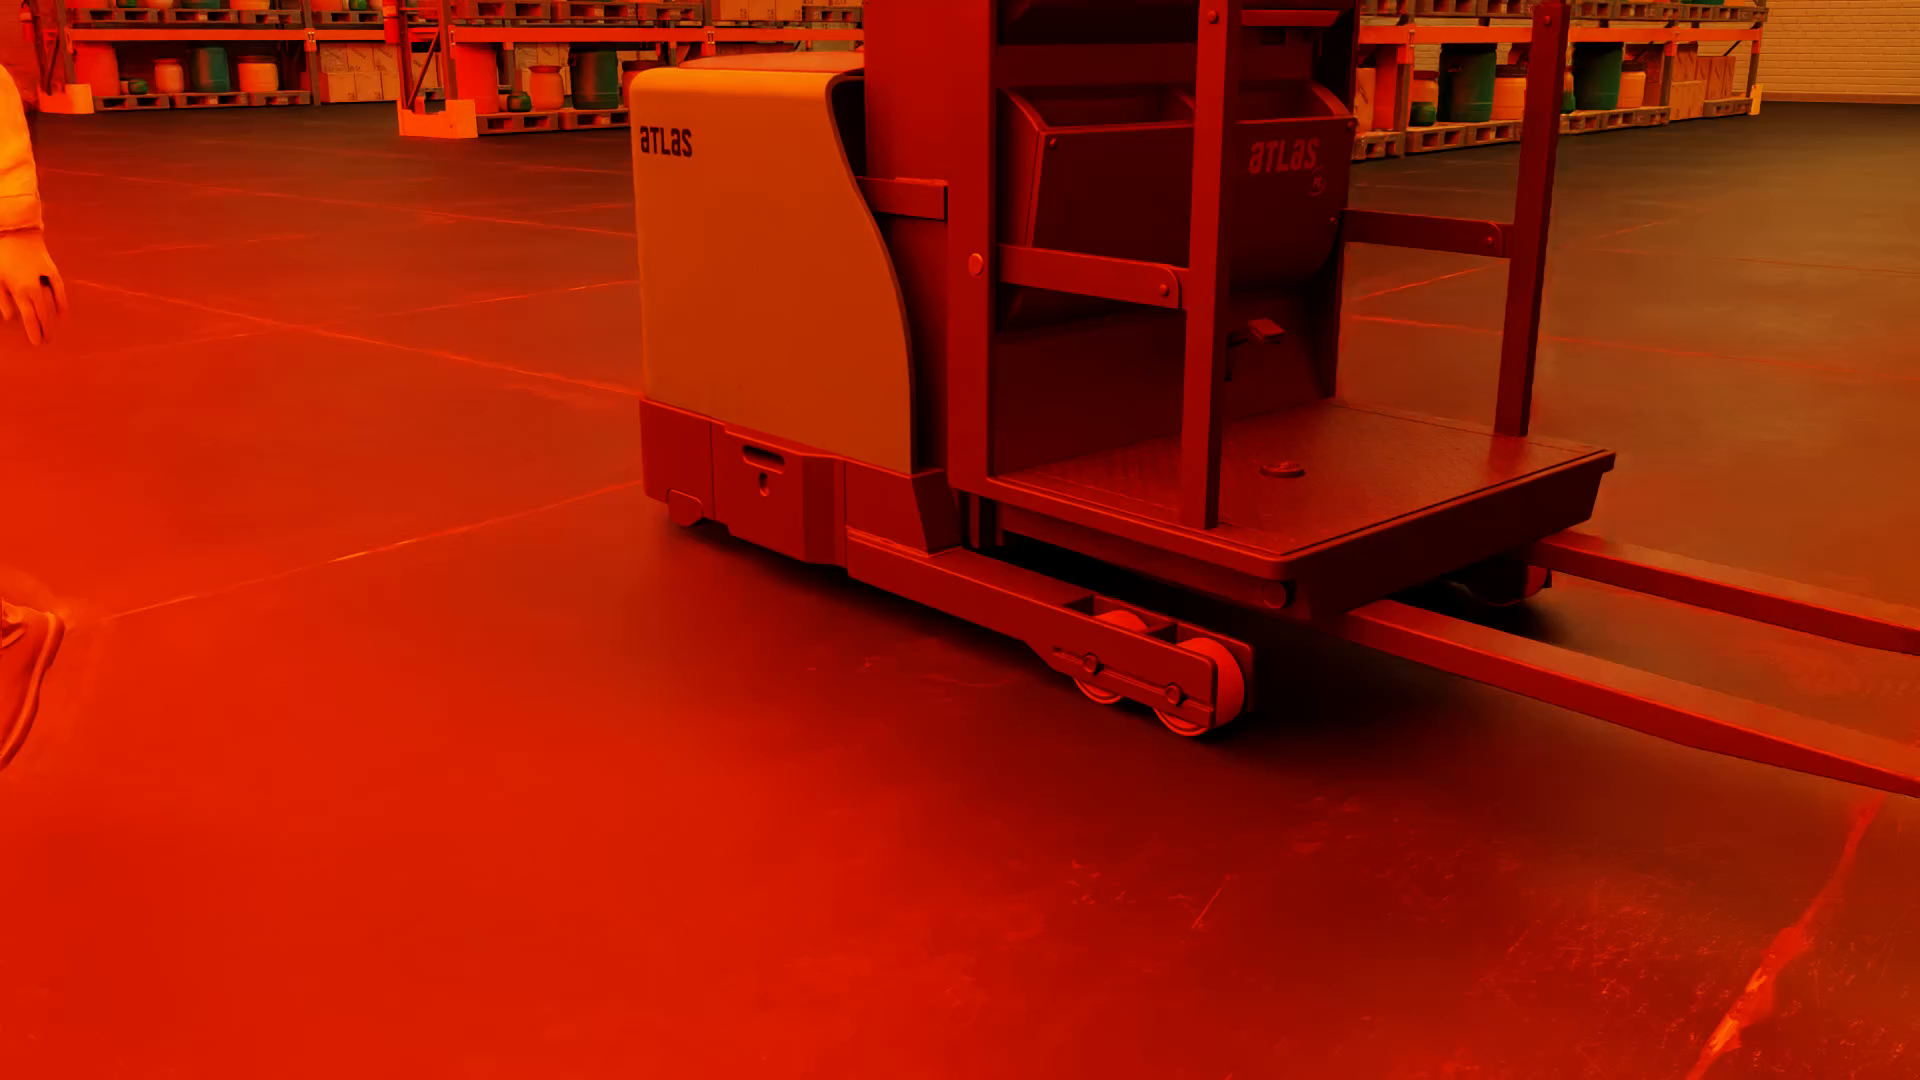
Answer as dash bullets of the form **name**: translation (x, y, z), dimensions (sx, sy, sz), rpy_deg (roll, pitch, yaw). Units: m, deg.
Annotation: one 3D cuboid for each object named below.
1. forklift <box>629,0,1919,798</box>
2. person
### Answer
- **forklift**: translation (0.586, -1.234, 2.962), dimensions (1.130, 2.935, 3.031), rpy_deg (-15, 22, -40)
- **person**: translation (-1.758, -0.348, 2.467), dimensions (0.804, 1.561, 0.516), rpy_deg (9, 19, 28)
